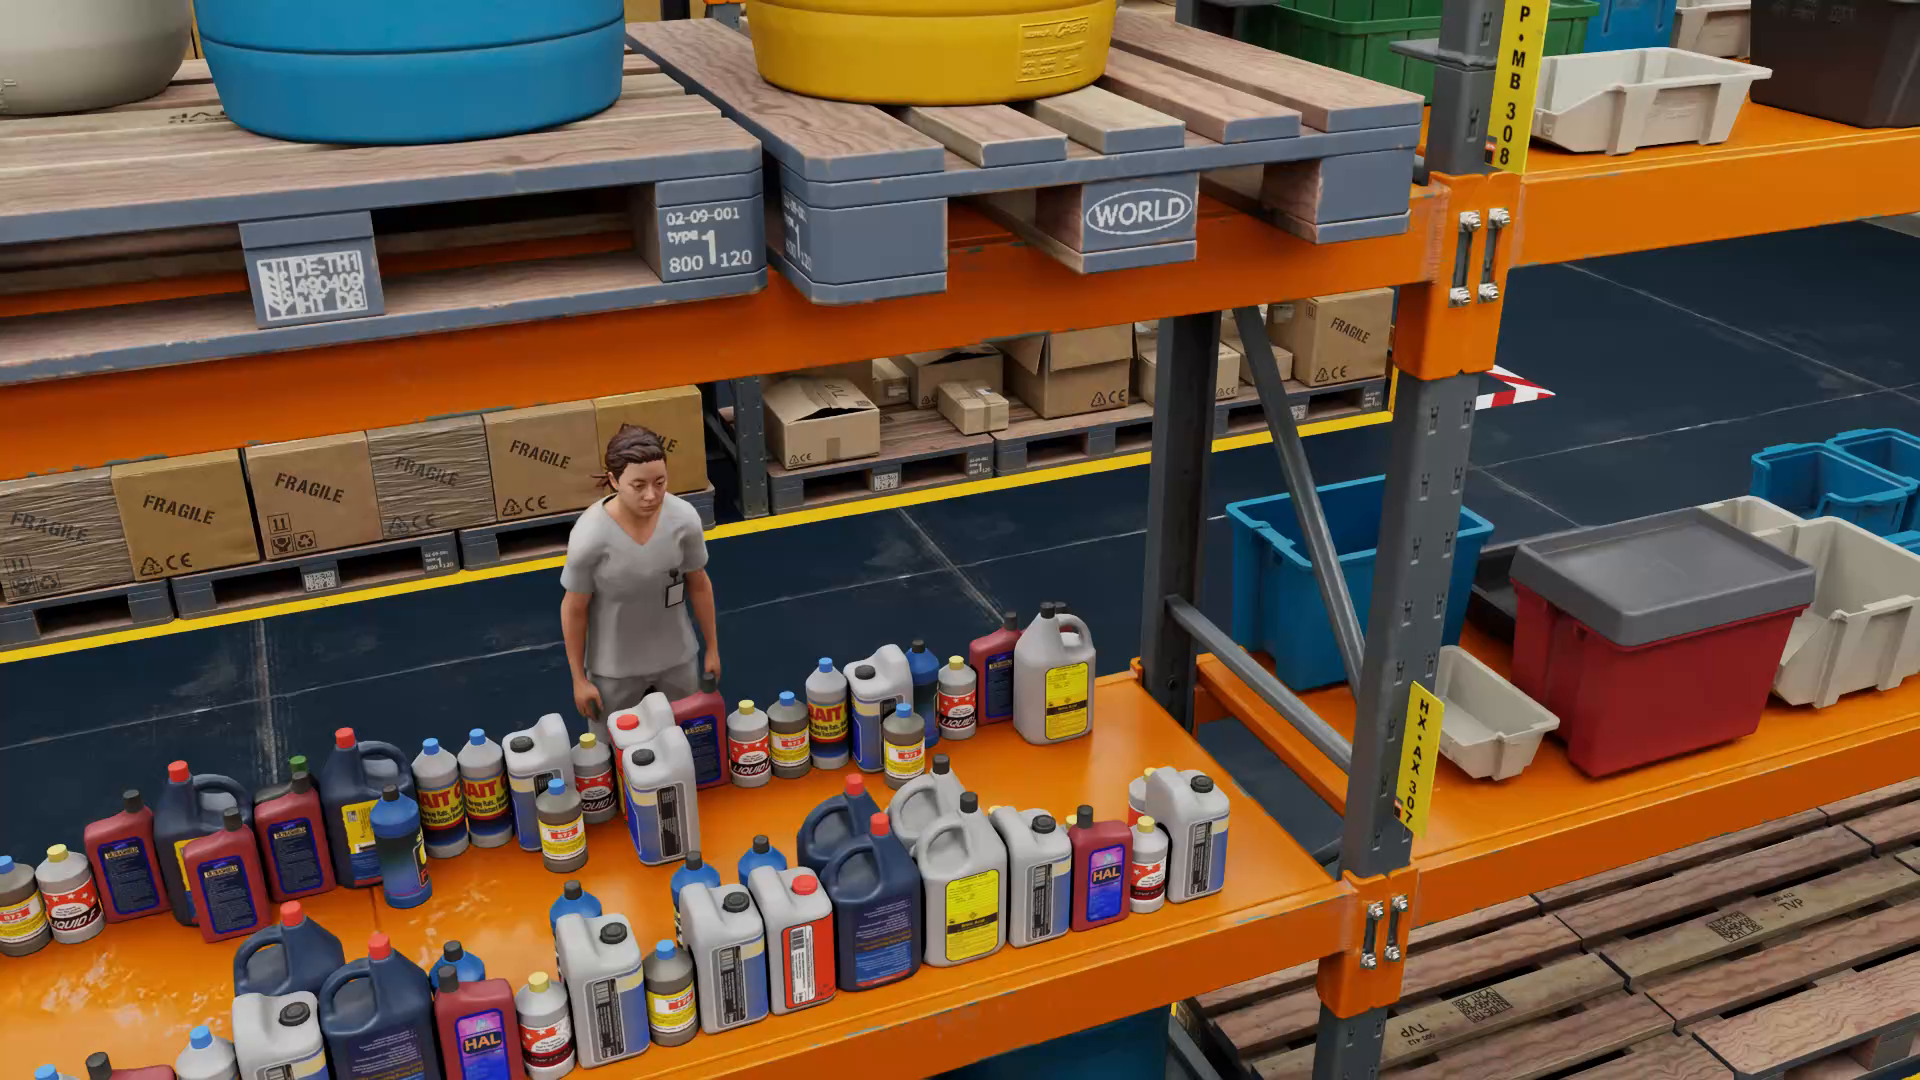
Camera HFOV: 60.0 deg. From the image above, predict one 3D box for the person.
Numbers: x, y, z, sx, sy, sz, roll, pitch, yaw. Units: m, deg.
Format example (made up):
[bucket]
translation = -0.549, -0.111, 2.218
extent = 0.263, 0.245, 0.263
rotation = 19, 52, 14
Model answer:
[person]
translation = -1.003, 0.411, 5.273
extent = 0.514, 1.672, 0.360
rotation = -12, 29, -24
